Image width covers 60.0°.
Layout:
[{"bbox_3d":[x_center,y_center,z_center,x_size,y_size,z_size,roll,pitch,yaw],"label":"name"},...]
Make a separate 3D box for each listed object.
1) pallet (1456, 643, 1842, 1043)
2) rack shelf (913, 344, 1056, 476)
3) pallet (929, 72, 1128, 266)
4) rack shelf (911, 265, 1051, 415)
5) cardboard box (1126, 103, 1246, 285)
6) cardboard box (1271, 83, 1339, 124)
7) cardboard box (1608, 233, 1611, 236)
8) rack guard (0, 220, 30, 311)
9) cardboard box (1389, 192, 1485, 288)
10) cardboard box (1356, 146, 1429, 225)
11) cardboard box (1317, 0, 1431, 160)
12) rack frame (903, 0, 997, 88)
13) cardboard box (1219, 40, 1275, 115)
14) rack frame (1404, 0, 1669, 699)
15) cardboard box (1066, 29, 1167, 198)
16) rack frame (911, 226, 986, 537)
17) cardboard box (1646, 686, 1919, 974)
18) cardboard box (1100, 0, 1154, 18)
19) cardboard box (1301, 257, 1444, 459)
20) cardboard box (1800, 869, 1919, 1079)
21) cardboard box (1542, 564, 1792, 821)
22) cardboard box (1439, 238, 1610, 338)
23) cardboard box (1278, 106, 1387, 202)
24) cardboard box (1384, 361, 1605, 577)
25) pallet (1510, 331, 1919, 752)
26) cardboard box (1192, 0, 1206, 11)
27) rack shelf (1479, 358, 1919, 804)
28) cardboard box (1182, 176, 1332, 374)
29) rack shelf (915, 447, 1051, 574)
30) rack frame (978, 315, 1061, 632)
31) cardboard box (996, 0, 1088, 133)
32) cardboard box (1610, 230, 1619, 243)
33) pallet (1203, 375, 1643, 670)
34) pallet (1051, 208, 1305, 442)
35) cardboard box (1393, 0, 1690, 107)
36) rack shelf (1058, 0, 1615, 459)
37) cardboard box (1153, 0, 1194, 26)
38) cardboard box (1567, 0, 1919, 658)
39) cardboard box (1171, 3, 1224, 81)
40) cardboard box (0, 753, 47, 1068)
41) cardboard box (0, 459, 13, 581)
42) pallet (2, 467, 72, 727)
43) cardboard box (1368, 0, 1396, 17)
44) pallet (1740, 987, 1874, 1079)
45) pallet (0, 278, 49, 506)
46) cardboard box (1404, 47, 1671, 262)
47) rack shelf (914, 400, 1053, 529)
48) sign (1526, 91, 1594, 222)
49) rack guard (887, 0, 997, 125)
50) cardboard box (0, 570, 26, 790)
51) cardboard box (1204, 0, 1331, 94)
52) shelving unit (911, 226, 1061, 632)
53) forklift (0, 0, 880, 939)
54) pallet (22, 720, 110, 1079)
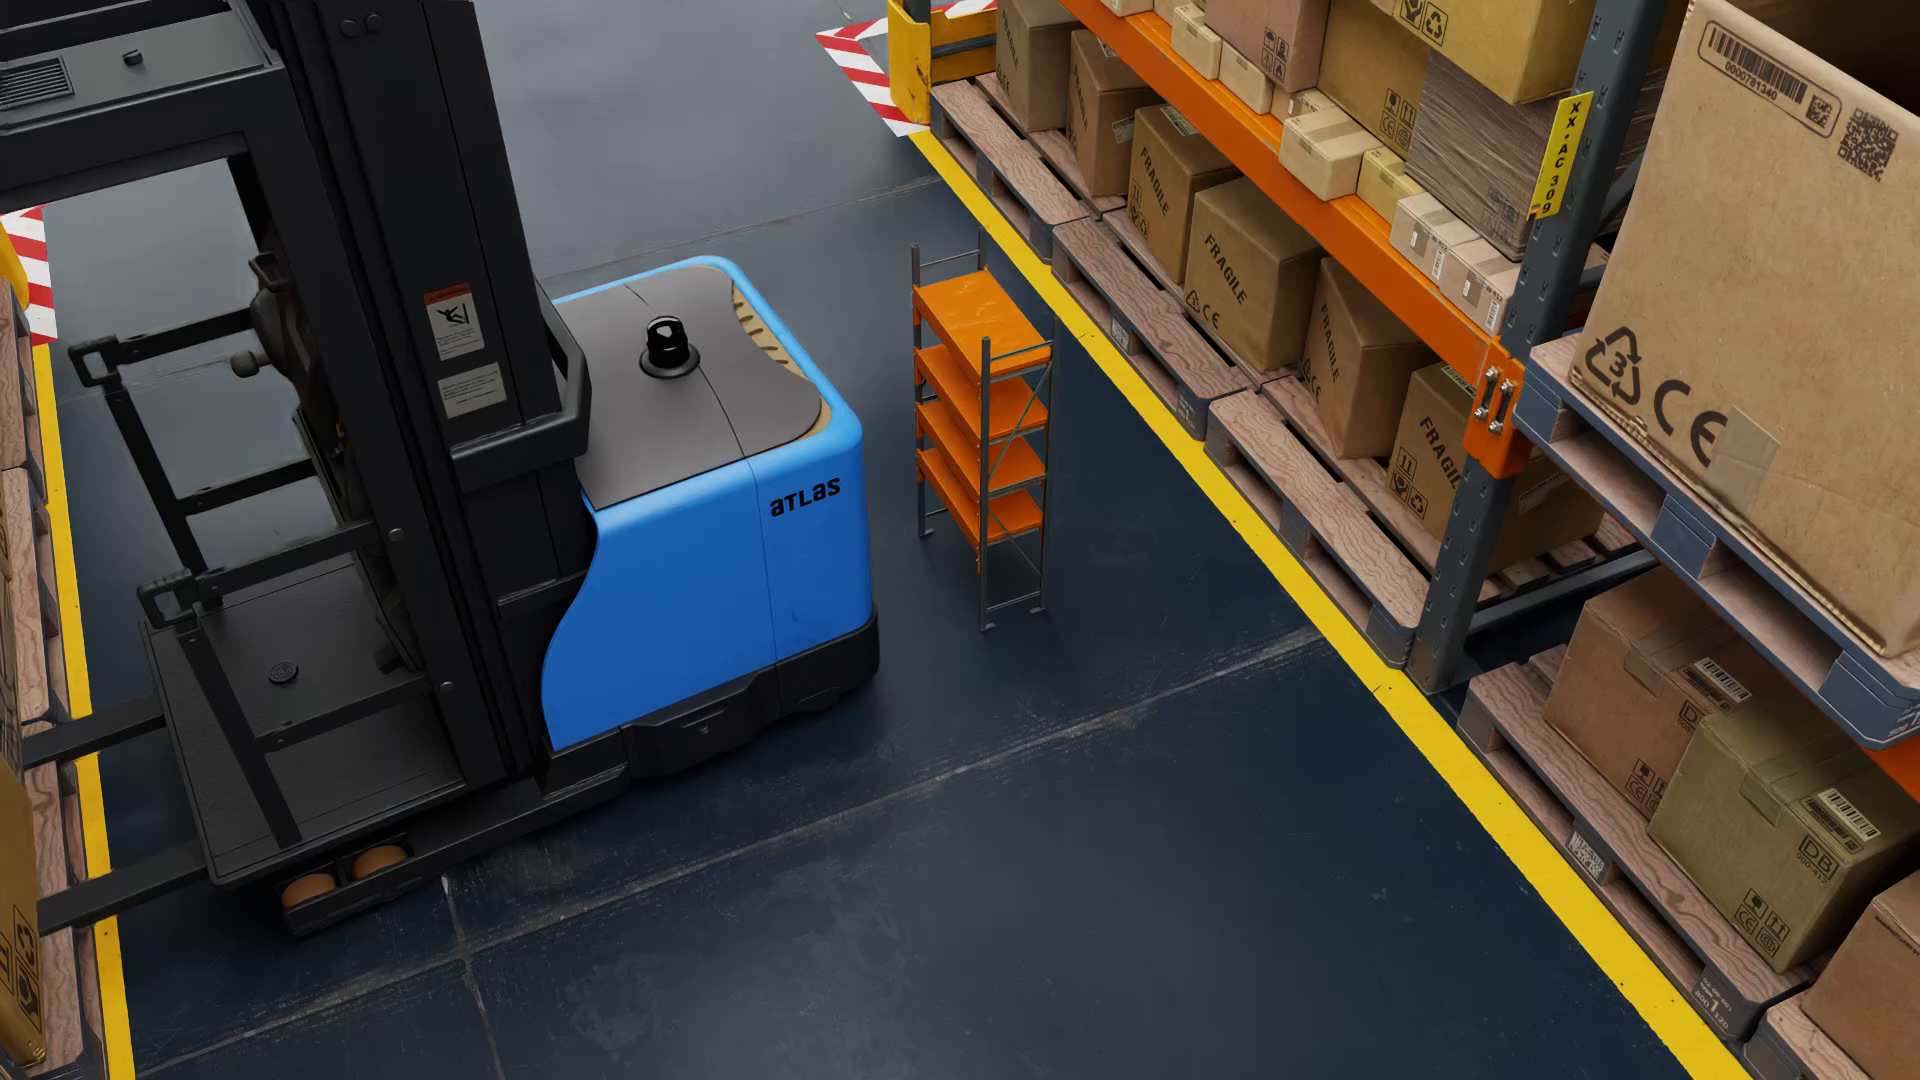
[{"bbox_3d":[2.229,0.733,4.857,1.003,0.211,1.213,-18,47,-17],"label":"pallet"},{"bbox_3d":[0.070,-0.433,5.112,0.258,0.148,0.480,-18,47,-17],"label":"rack shelf"},{"bbox_3d":[0.560,-1.735,7.358,1.003,0.211,1.213,-18,47,-17],"label":"pallet"},{"bbox_3d":[0.070,-0.601,4.946,0.258,0.148,0.480,-18,47,-17],"label":"rack shelf"},{"bbox_3d":[0.994,-1.386,6.499,0.500,0.500,0.500,-14,46,-14],"label":"cardboard box"},{"bbox_3d":[1.204,-1.380,5.191,0.380,0.149,0.250,-18,47,-17],"label":"cardboard box"},{"bbox_3d":[1.989,-1.055,4.862,0.380,0.149,0.250,-18,47,-17],"label":"cardboard box"},{"bbox_3d":[-4.335,-1.029,6.437,1.175,0.500,0.348,-18,47,-17],"label":"rack guard"},{"bbox_3d":[1.446,-0.878,4.683,0.380,0.149,0.250,-18,47,-17],"label":"cardboard box"},{"bbox_3d":[1.396,-1.055,4.862,0.380,0.149,0.250,-18,47,-17],"label":"cardboard box"},{"bbox_3d":[1.589,-1.531,4.883,0.875,0.500,0.500,-18,47,-17],"label":"cardboard box"},{"bbox_3d":[0.218,-3.304,6.963,1.000,3.000,0.127,-18,47,-17],"label":"rack frame"},{"bbox_3d":[1.062,-1.527,5.341,0.380,0.149,0.250,-18,47,-17],"label":"cardboard box"},{"bbox_3d":[1.900,-0.755,4.380,1.000,3.000,0.127,-18,47,-17],"label":"rack frame"},{"bbox_3d":[0.748,-1.790,6.909,0.500,0.500,0.500,-7,45,-7],"label":"cardboard box"},{"bbox_3d":[-0.033,-0.477,5.379,0.240,1.200,0.015,-18,47,-17],"label":"rack frame"},{"bbox_3d":[2.322,0.685,4.386,0.700,0.500,0.500,-18,47,-18],"label":"cardboard box"},{"bbox_3d":[0.664,-1.978,5.798,0.380,0.149,0.250,-18,47,-17],"label":"cardboard box"},{"bbox_3d":[1.520,-0.644,5.748,0.500,0.500,0.500,-5,45,-5],"label":"cardboard box"},{"bbox_3d":[2.558,1.042,4.025,0.700,0.500,0.500,-22,49,-21],"label":"cardboard box"},{"bbox_3d":[2.139,0.376,4.700,0.700,0.500,0.500,-22,49,-20],"label":"cardboard box"},{"bbox_3d":[1.543,-0.716,4.519,0.380,0.149,0.250,-18,47,-17],"label":"cardboard box"},{"bbox_3d":[1.190,-1.181,4.991,0.380,0.149,0.250,-18,47,-17],"label":"cardboard box"},{"bbox_3d":[1.768,-0.281,5.380,0.500,0.500,0.500,-19,48,-19],"label":"cardboard box"},{"bbox_3d":[2.089,-0.157,3.910,1.003,0.211,1.213,-18,47,-17],"label":"pallet"},{"bbox_3d":[1.114,-2.150,5.511,0.875,0.500,0.500,-18,47,-17],"label":"cardboard box"},{"bbox_3d":[2.741,0.776,3.341,1.077,0.370,4.000,-18,47,-17],"label":"rack shelf"},{"bbox_3d":[1.188,-1.017,6.125,0.500,0.500,0.500,-22,49,-21],"label":"cardboard box"},{"bbox_3d":[0.070,-0.132,5.408,0.258,0.148,0.480,-18,47,-17],"label":"rack shelf"},{"bbox_3d":[0.172,-0.166,5.064,0.240,1.200,0.015,-18,47,-17],"label":"rack frame"},{"bbox_3d":[0.466,-2.161,7.285,0.500,0.500,0.500,-10,45,-10],"label":"cardboard box"},{"bbox_3d":[2.083,-0.891,4.697,0.380,0.149,0.250,-18,47,-17],"label":"cardboard box"},{"bbox_3d":[1.586,-0.180,5.782,1.003,0.211,1.213,-18,47,-17],"label":"pallet"},{"bbox_3d":[1.069,-0.959,6.571,1.003,0.211,1.213,-18,47,-17],"label":"pallet"},{"bbox_3d":[1.461,-1.458,4.097,0.500,0.500,0.500,-18,47,-17],"label":"cardboard box"},{"bbox_3d":[1.059,-1.774,5.924,1.077,0.370,4.000,-18,47,-17],"label":"rack shelf"},{"bbox_3d":[0.890,-1.858,5.676,0.380,0.149,0.250,-18,47,-17],"label":"cardboard box"},{"bbox_3d":[2.107,-0.570,3.466,1.000,1.000,1.000,-18,47,-17],"label":"cardboard box"},{"bbox_3d":[0.926,-1.676,5.492,0.380,0.149,0.250,-18,47,-17],"label":"cardboard box"},{"bbox_3d":[-2.844,0.831,3.986,0.875,0.875,0.875,-17,47,-17],"label":"cardboard box"},{"bbox_3d":[-3.608,-0.324,5.157,0.875,0.875,0.875,-19,48,-18],"label":"cardboard box"},{"bbox_3d":[-3.408,0.352,5.243,1.003,0.211,1.213,-18,47,-17],"label":"pallet"},{"bbox_3d":[1.250,-1.776,4.420,0.500,0.500,0.500,-18,47,-17],"label":"cardboard box"},{"bbox_3d":[2.746,1.512,4.068,1.003,0.211,1.213,-18,47,-17],"label":"pallet"},{"bbox_3d":[-3.917,-0.425,6.030,1.003,0.211,1.213,-18,47,-17],"label":"pallet"},{"bbox_3d":[1.767,-1.202,4.549,0.875,0.500,0.500,-18,47,-17],"label":"cardboard box"},{"bbox_3d":[0.070,-0.274,5.269,0.258,0.148,0.480,-18,47,-17],"label":"rack shelf"},{"bbox_3d":[1.411,-0.898,3.908,0.100,0.325,0.005,-18,47,-17],"label":"sign"},{"bbox_3d":[0.250,-2.366,7.792,1.175,0.500,0.348,-18,47,-17],"label":"rack guard"},{"bbox_3d":[-3.226,0.257,4.567,0.875,0.875,0.875,-18,47,-17],"label":"cardboard box"},{"bbox_3d":[1.287,-1.819,5.175,0.875,0.500,0.500,-18,47,-17],"label":"cardboard box"},{"bbox_3d":[0.070,-0.322,5.222,0.258,1.200,0.503,-18,47,-17],"label":"shelving unit"},{"bbox_3d":[-1.793,-0.381,4.049,3.031,2.935,1.130,-21,49,-20],"label":"forklift"},{"bbox_3d":[-2.891,1.130,4.454,1.003,0.211,1.213,-18,47,-17],"label":"pallet"}]
